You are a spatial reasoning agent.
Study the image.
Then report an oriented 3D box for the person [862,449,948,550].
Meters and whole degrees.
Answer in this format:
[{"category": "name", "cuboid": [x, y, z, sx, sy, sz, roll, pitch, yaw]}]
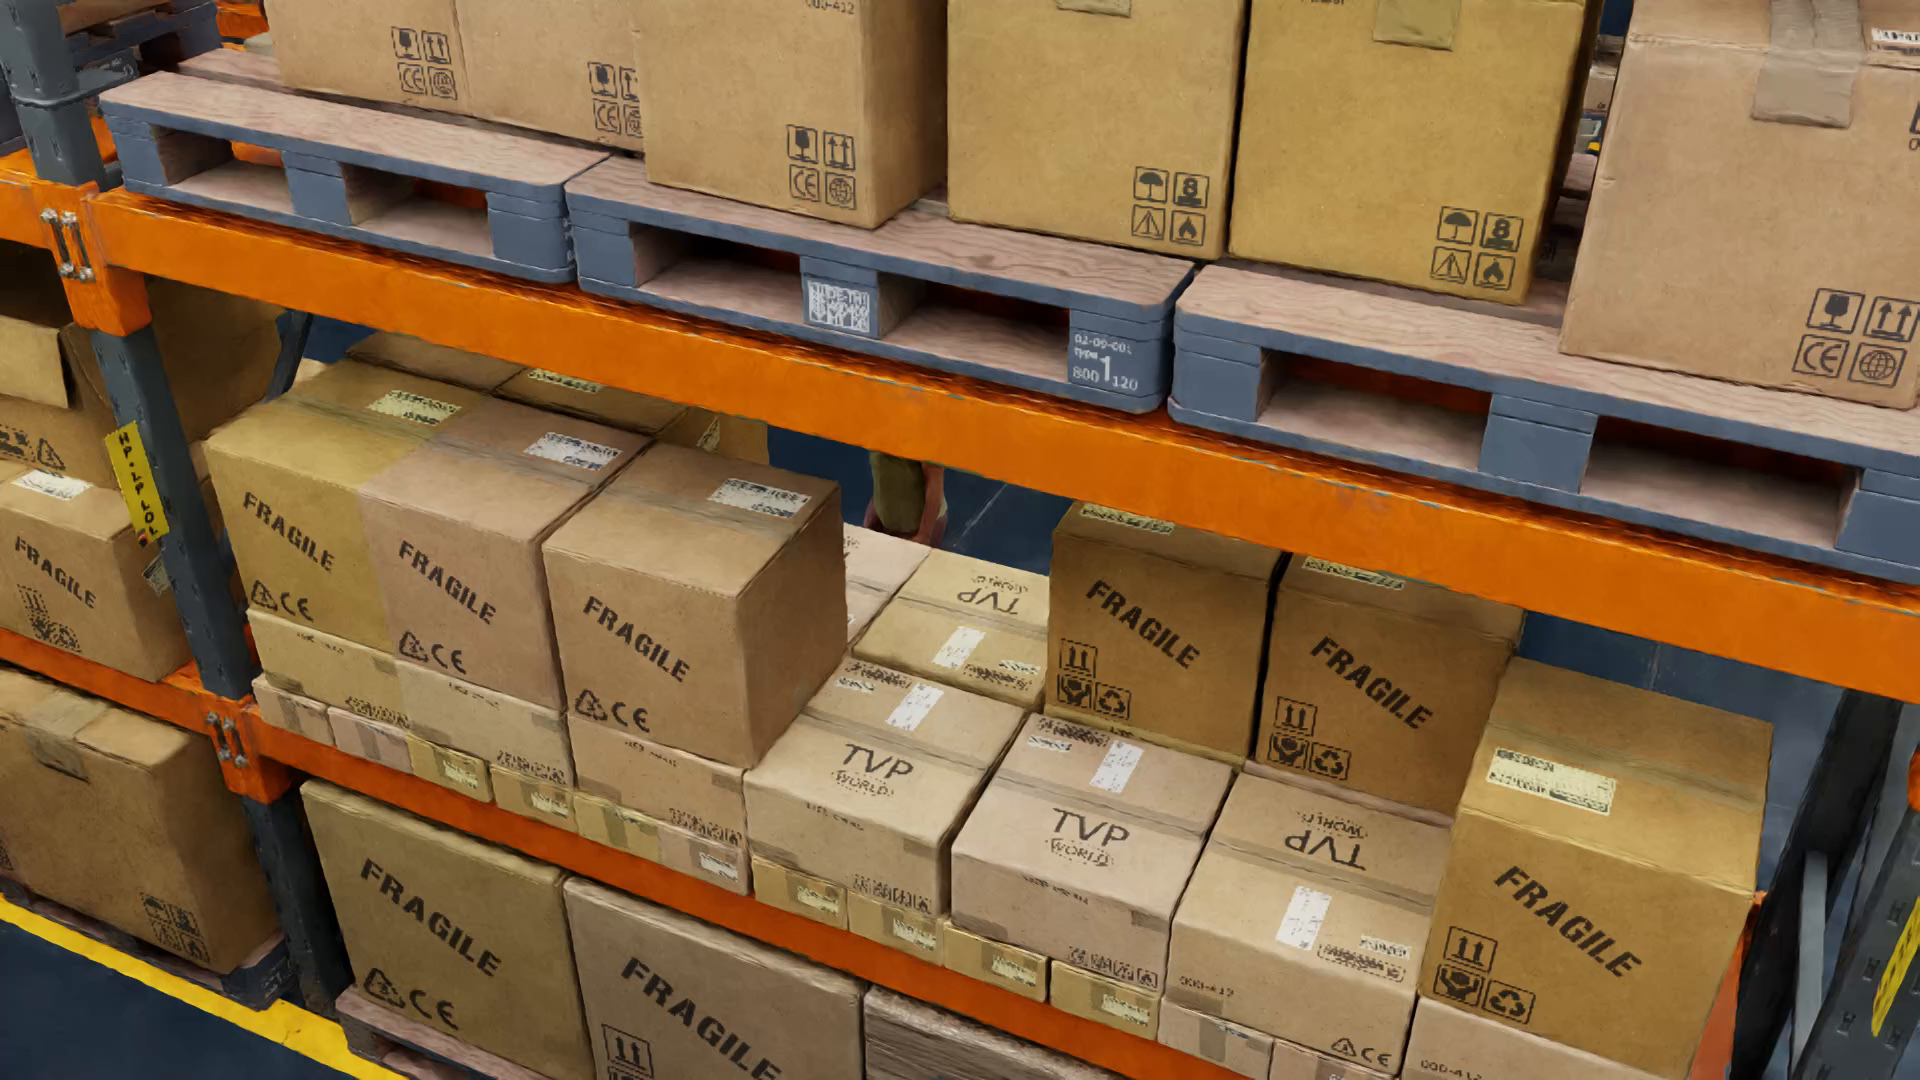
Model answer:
[{"category": "person", "cuboid": [-0.211, -0.103, 6.314, 0.389, 1.636, 0.525, -8, 35, -11]}]
